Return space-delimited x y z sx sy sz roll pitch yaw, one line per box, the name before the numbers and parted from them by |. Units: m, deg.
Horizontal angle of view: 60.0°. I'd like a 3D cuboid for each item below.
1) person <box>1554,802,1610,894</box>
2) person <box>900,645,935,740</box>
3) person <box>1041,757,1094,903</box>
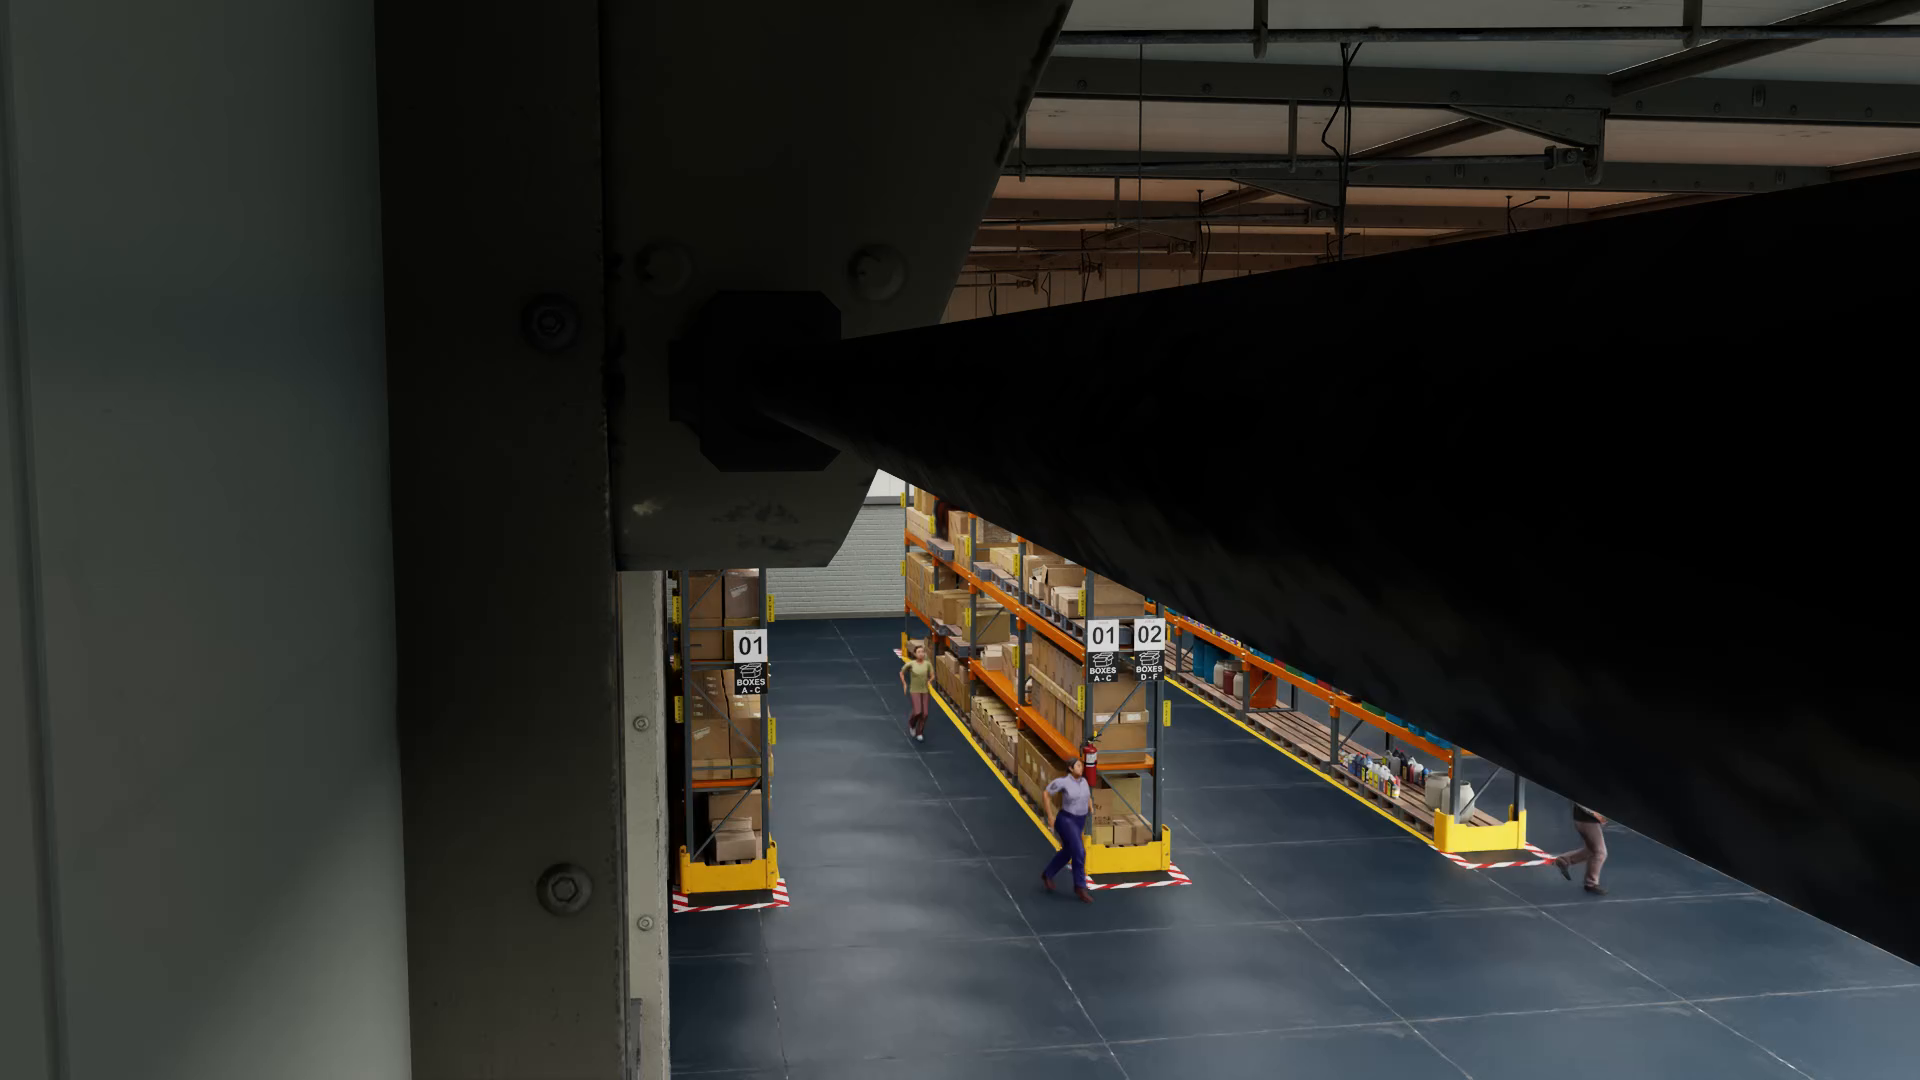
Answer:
person | 7.560 3.412 20.147 0.647 1.705 0.689 2 6 20
person | -0.682 2.596 28.149 0.573 1.630 0.548 -2 6 -17
person | 1.388 3.442 20.015 0.827 1.642 0.609 5 8 41
